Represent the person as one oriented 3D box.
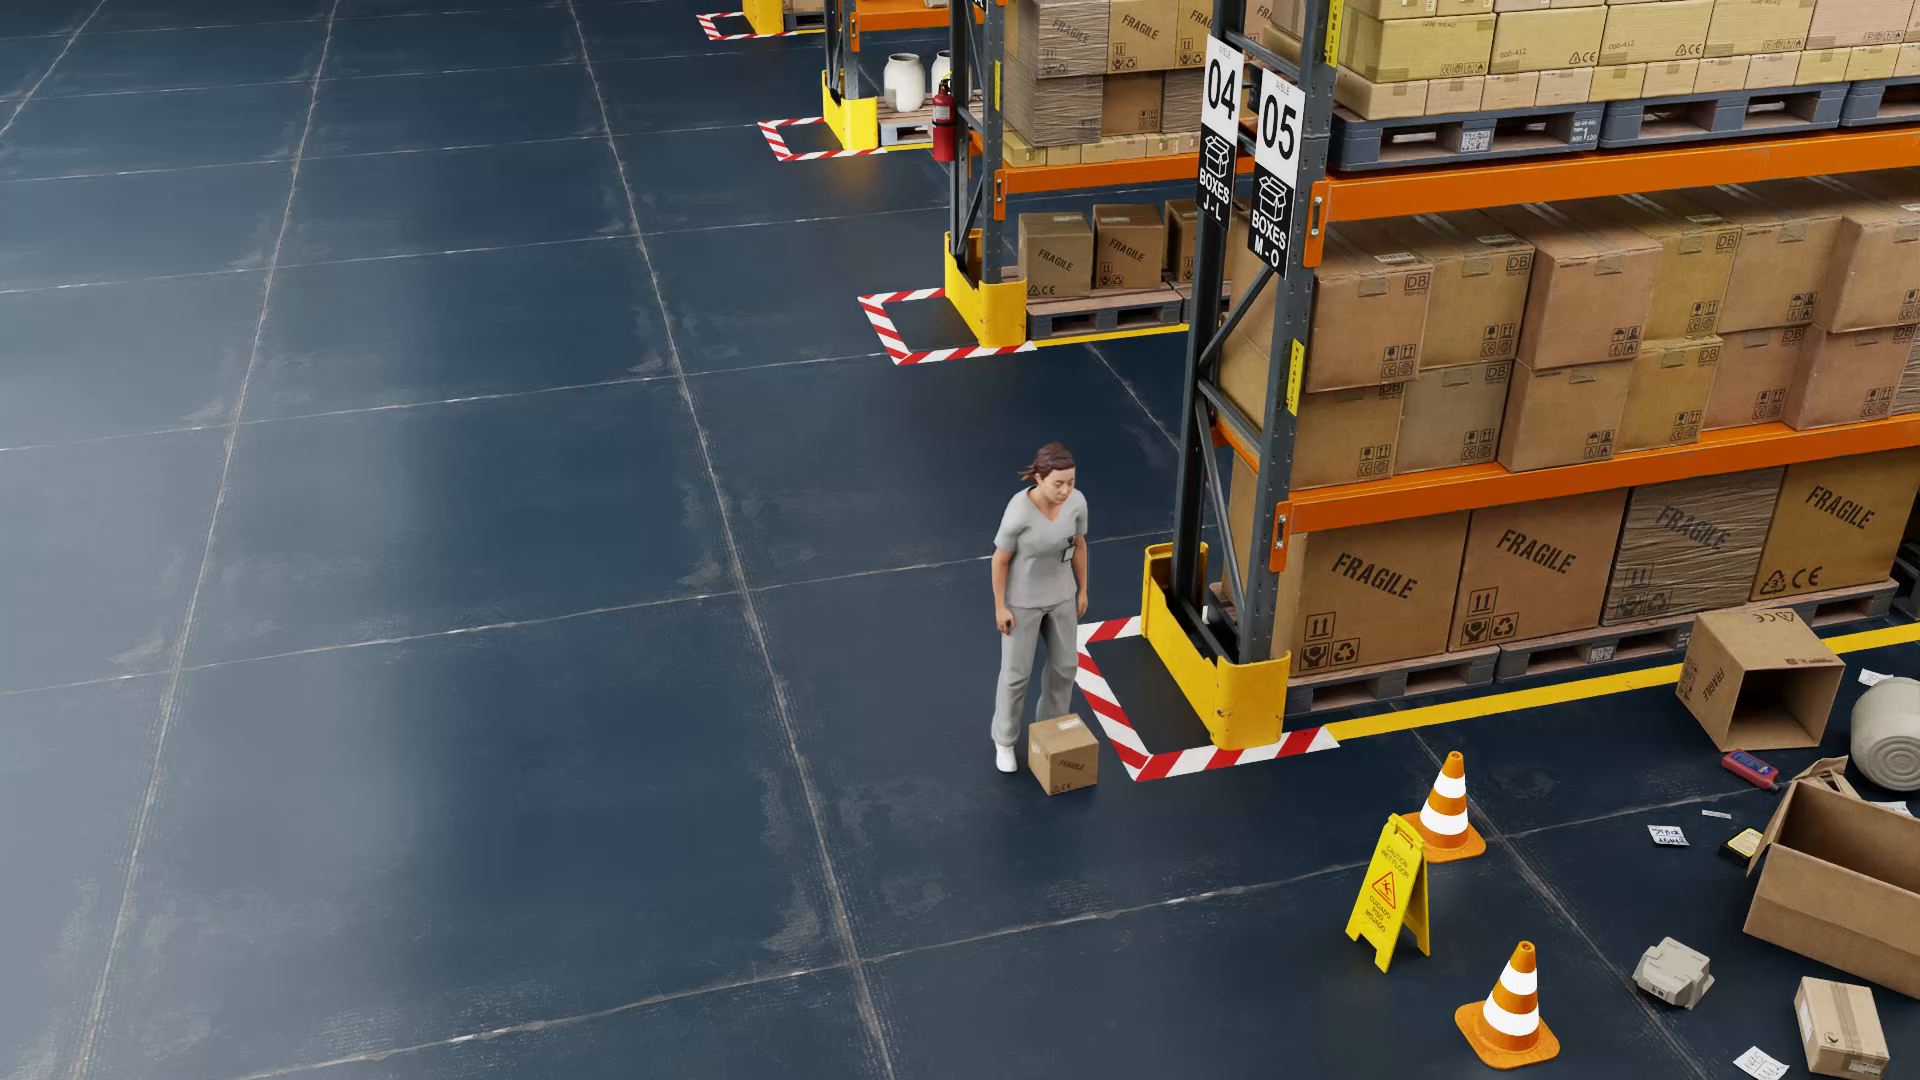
[{"bbox_3d":[0.376,0.289,7.744,0.501,1.671,0.362,-12,32,-20],"label":"person"}]
